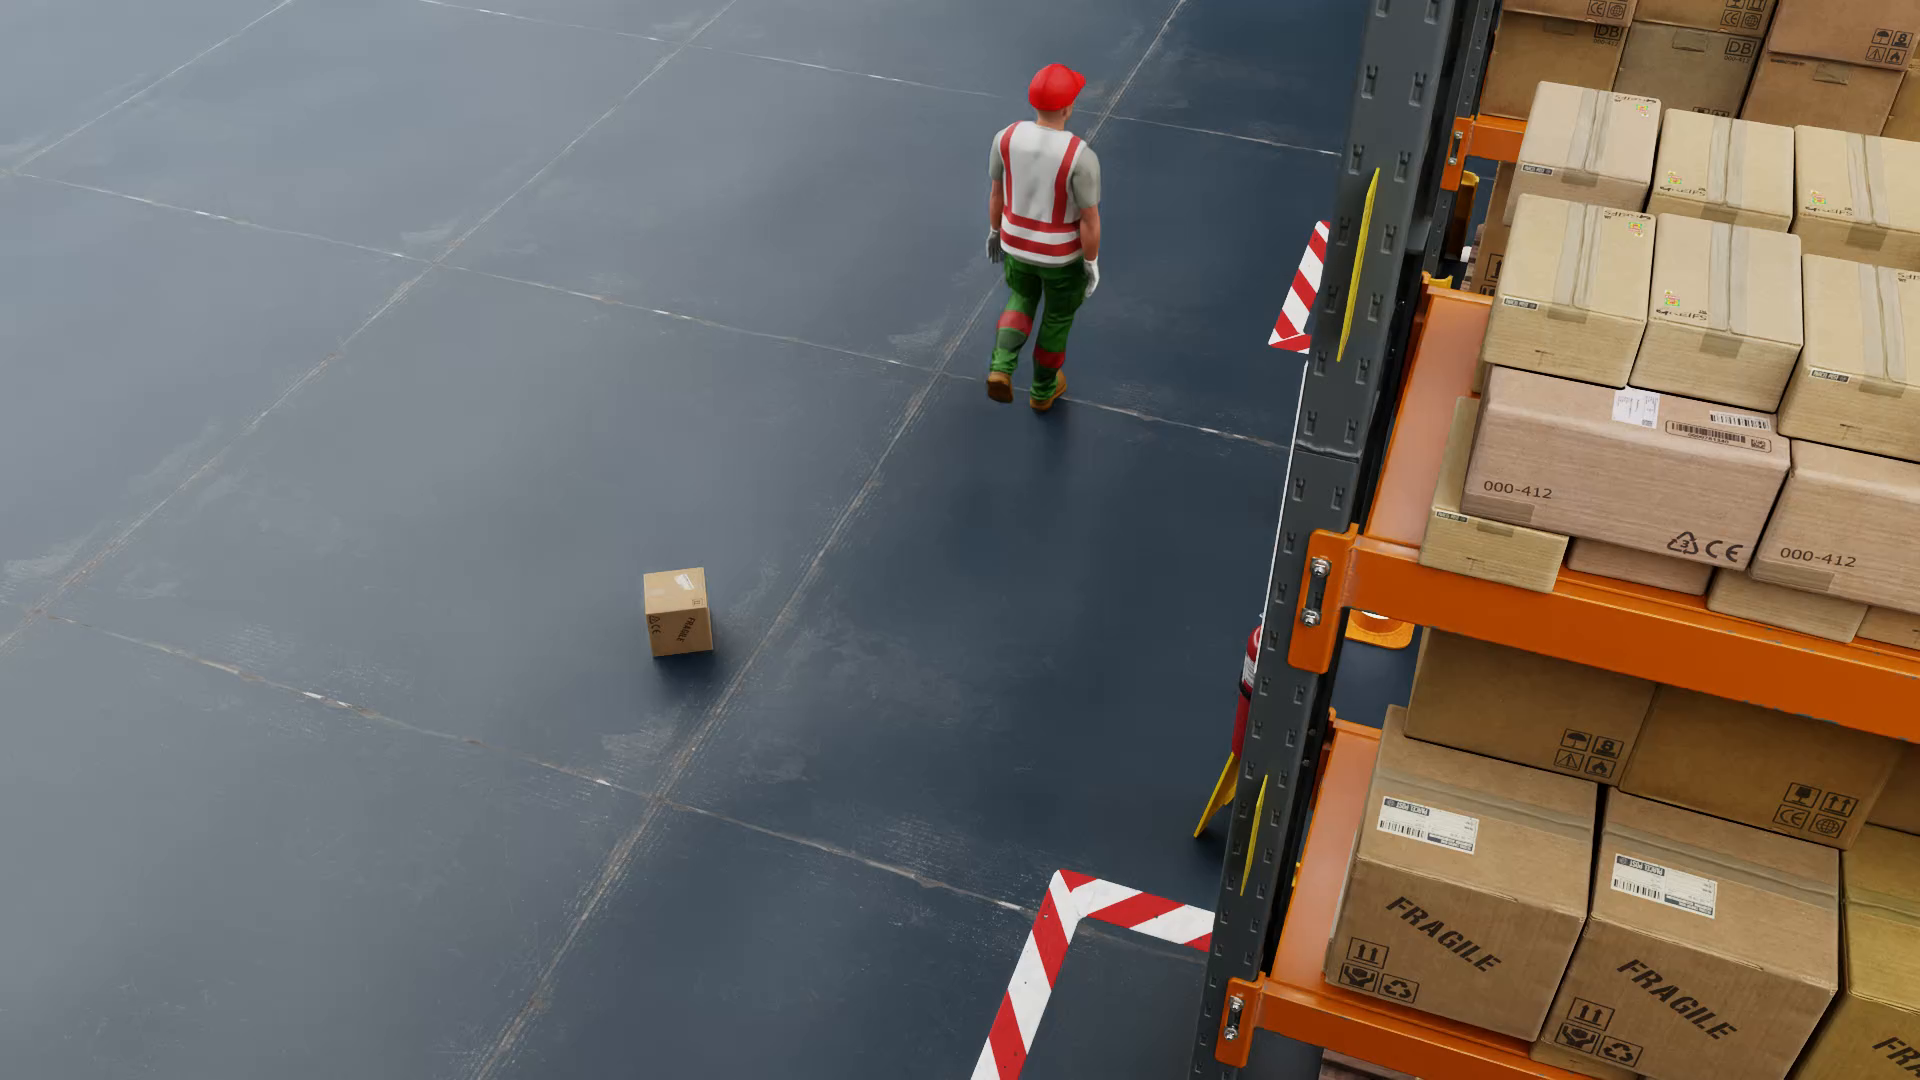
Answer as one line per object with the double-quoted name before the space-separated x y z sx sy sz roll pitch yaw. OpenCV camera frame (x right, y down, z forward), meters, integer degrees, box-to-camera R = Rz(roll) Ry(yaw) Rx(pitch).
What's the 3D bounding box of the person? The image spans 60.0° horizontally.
"person" 0.369 -1.327 7.620 0.589 1.781 0.547 20 45 22
